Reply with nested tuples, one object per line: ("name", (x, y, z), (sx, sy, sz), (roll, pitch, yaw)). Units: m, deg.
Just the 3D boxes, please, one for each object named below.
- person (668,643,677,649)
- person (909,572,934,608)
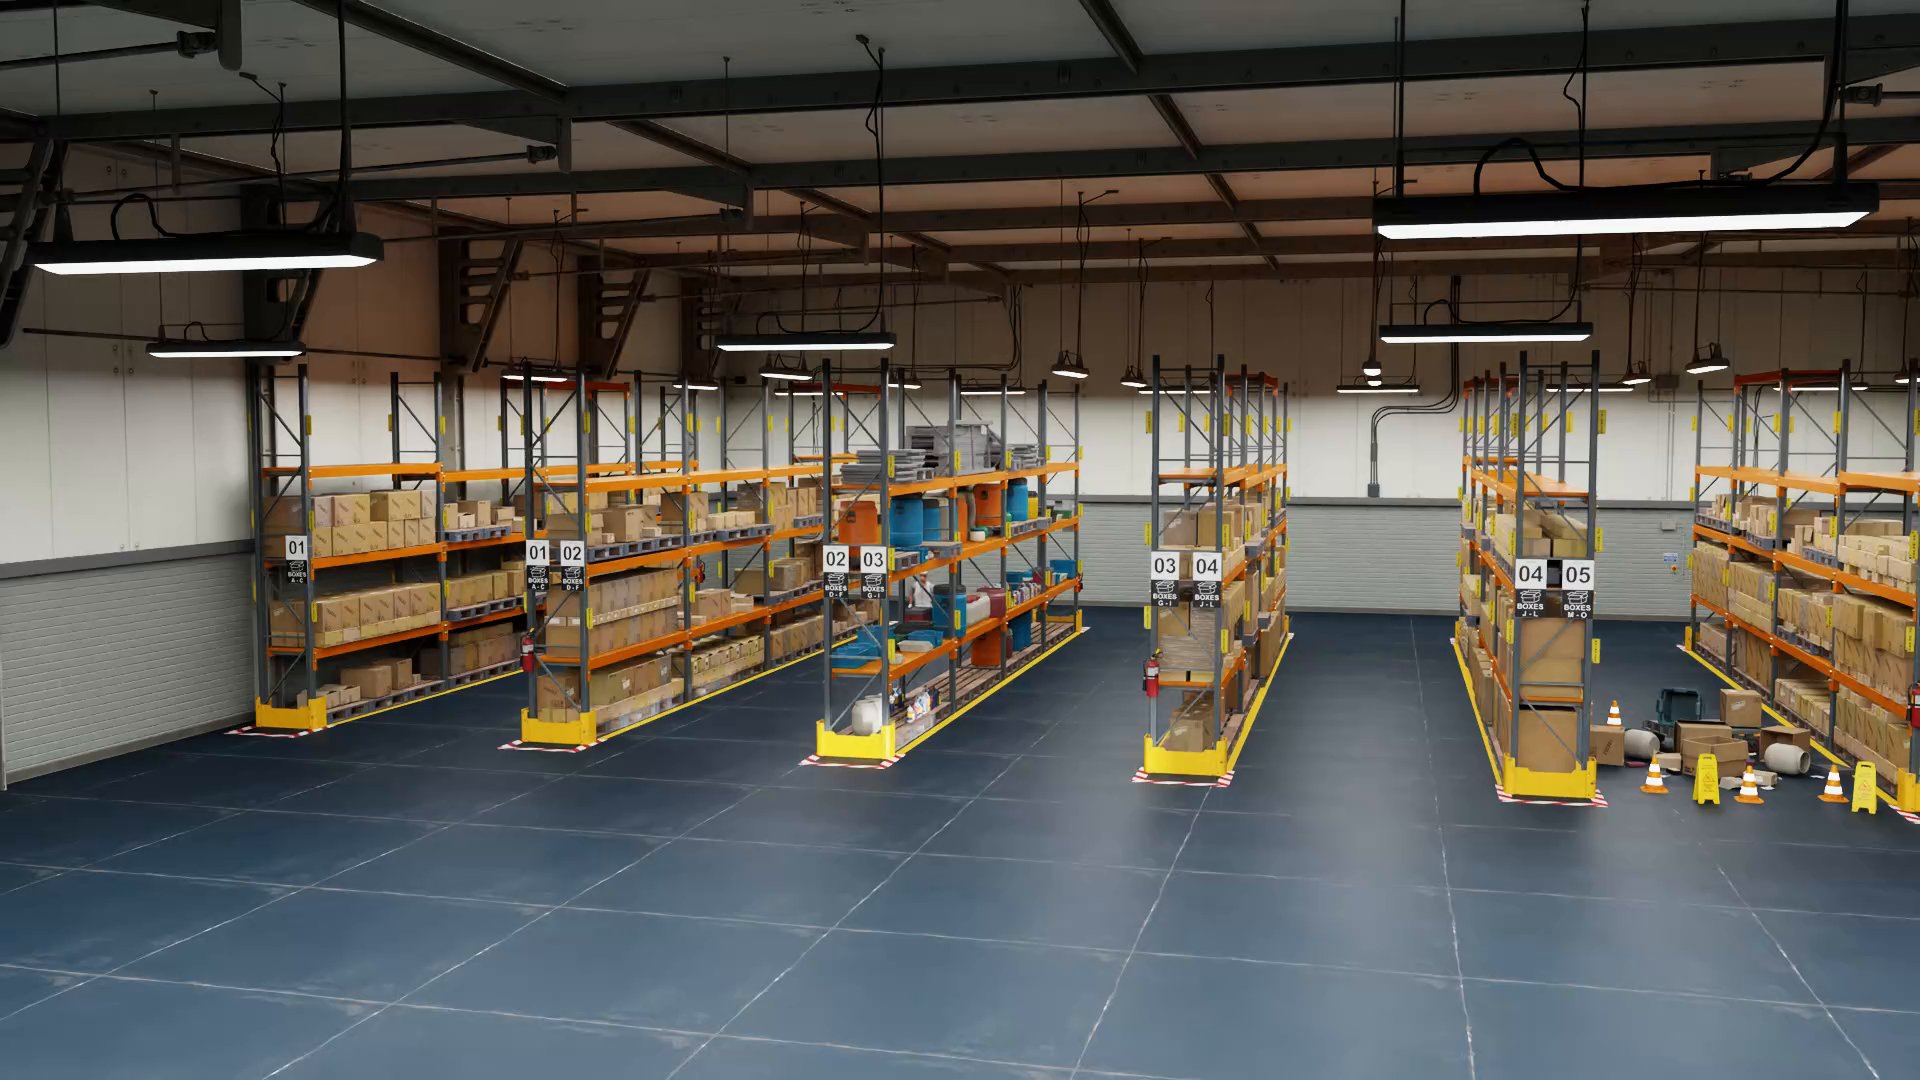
("person", (-6.030, 1.784, 34.568), (0.552, 1.717, 0.699), (0, 4, 5))
("person", (-0.864, 1.576, 37.550), (0.671, 1.812, 0.877), (1, 4, 14))
